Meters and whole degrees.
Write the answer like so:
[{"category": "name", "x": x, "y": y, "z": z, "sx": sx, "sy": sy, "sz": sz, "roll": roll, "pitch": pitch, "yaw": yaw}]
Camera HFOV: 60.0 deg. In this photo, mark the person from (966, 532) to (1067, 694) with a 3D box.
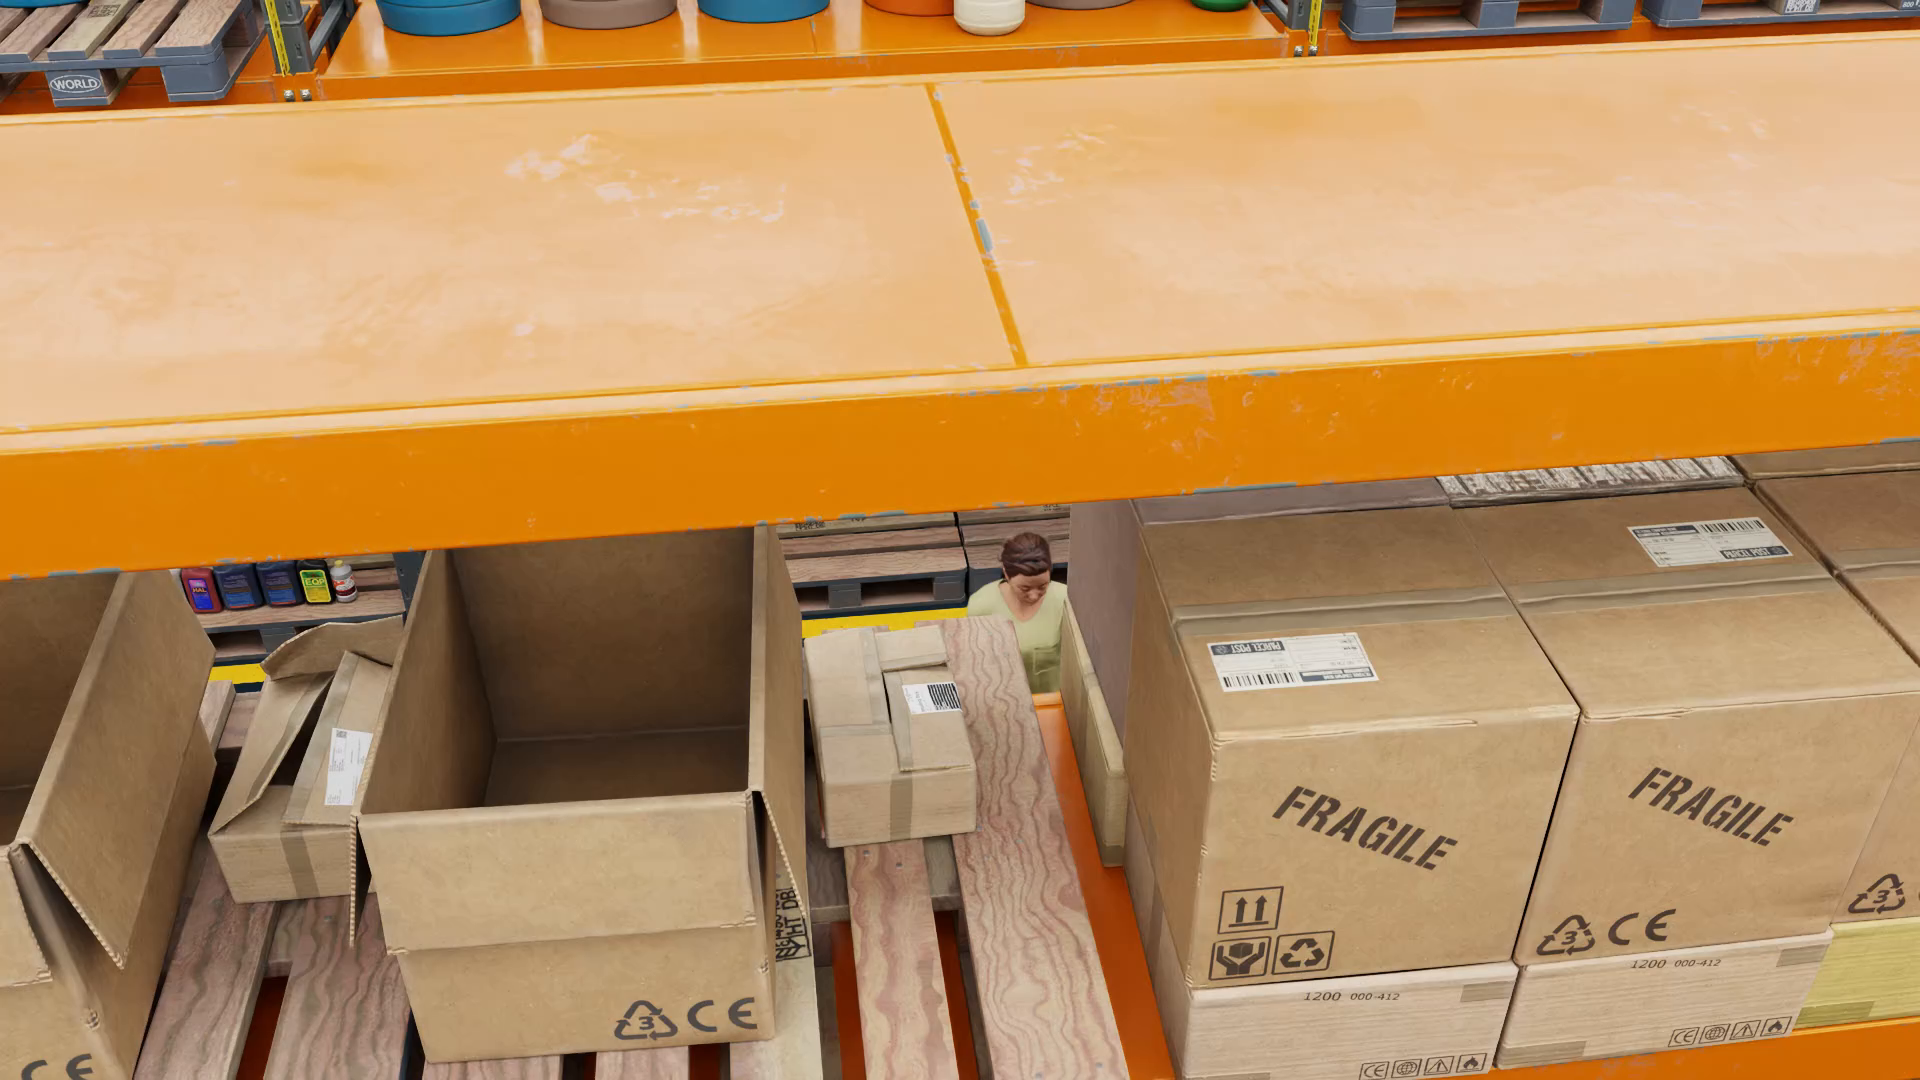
[{"category": "person", "x": 0.236, "y": 0.658, "z": 6.345, "sx": 0.447, "sy": 1.674, "sz": 0.363, "roll": -4, "pitch": 35, "yaw": -5}]
